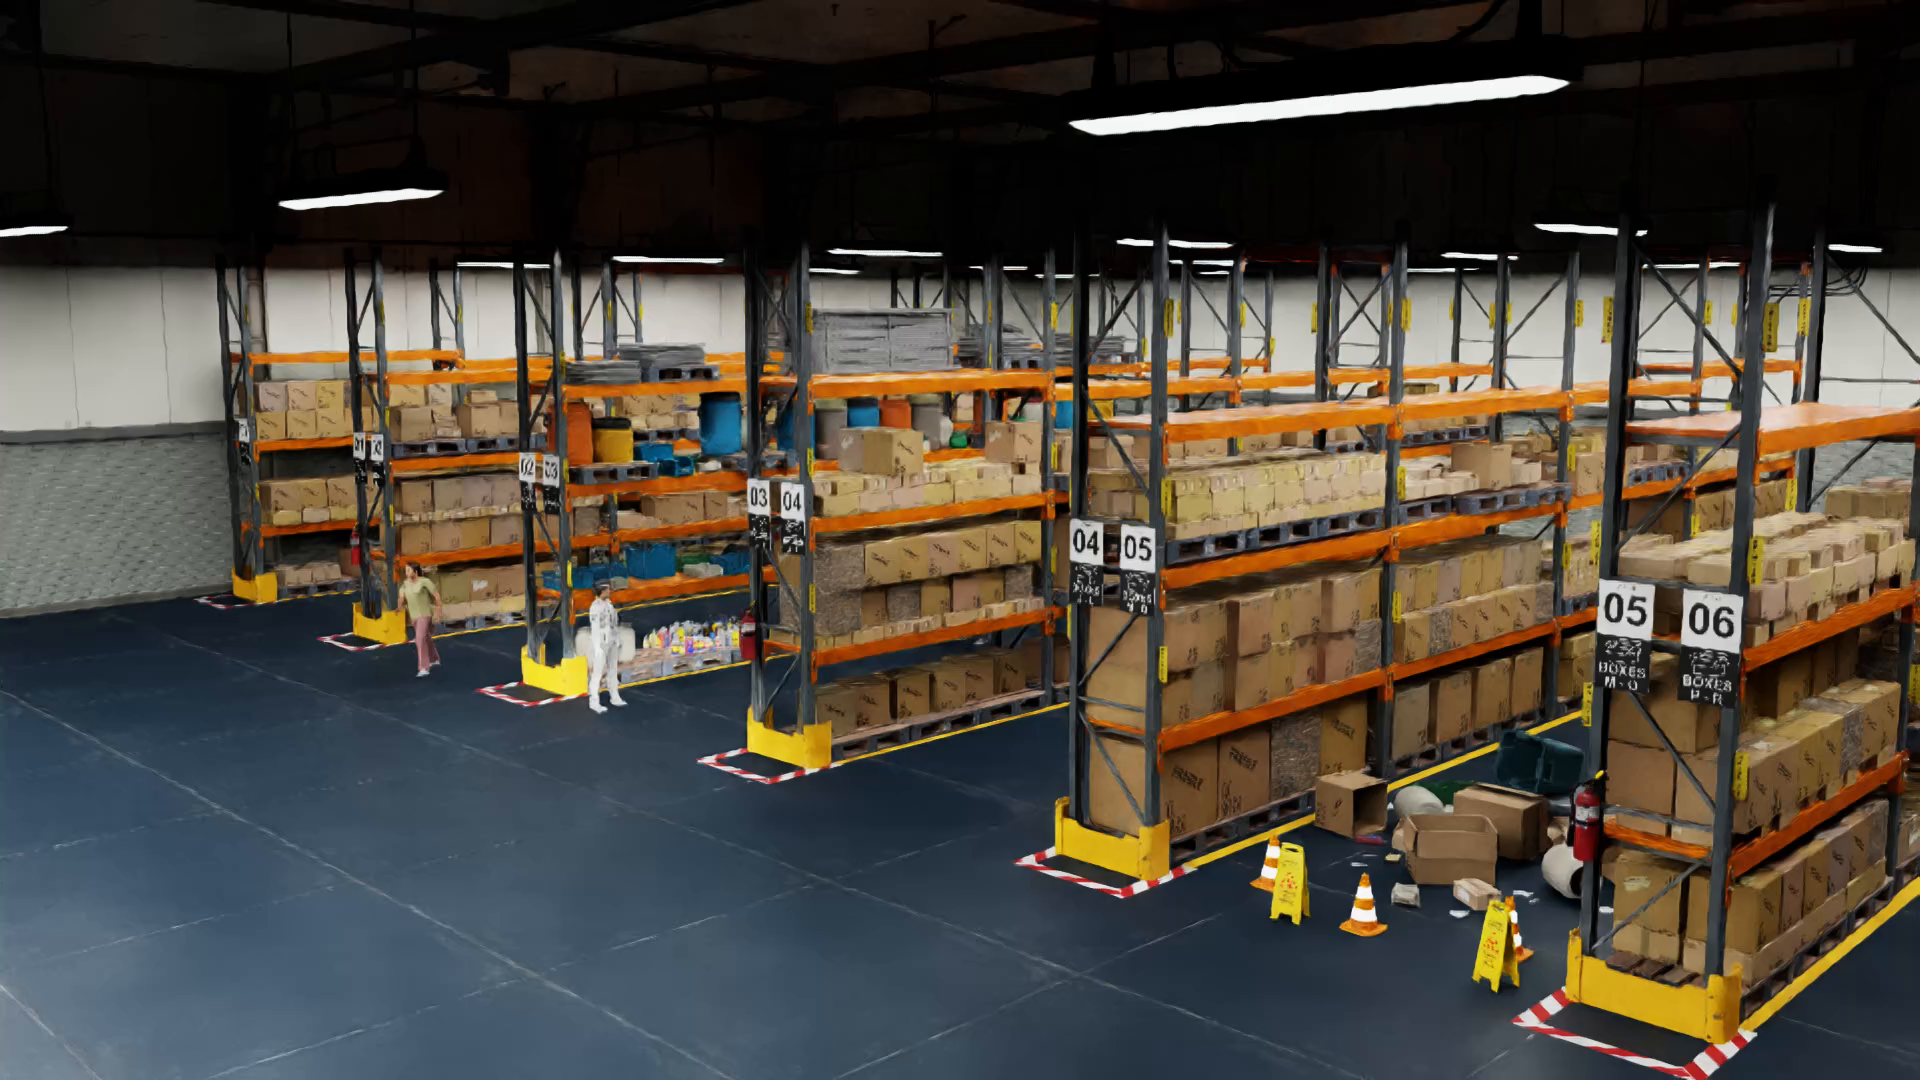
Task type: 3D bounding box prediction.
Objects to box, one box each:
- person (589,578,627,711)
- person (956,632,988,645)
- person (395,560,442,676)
[{"bbox_3d":[-4.511,1.324,21.256,0.416,1.677,0.535,2,8,17],"label":"person"},{"bbox_3d":[0.155,0.785,25.349,0.592,1.629,0.532,7,11,42],"label":"person"},{"bbox_3d":[-7.550,1.061,23.367,0.624,1.604,0.811,4,9,27],"label":"person"}]
